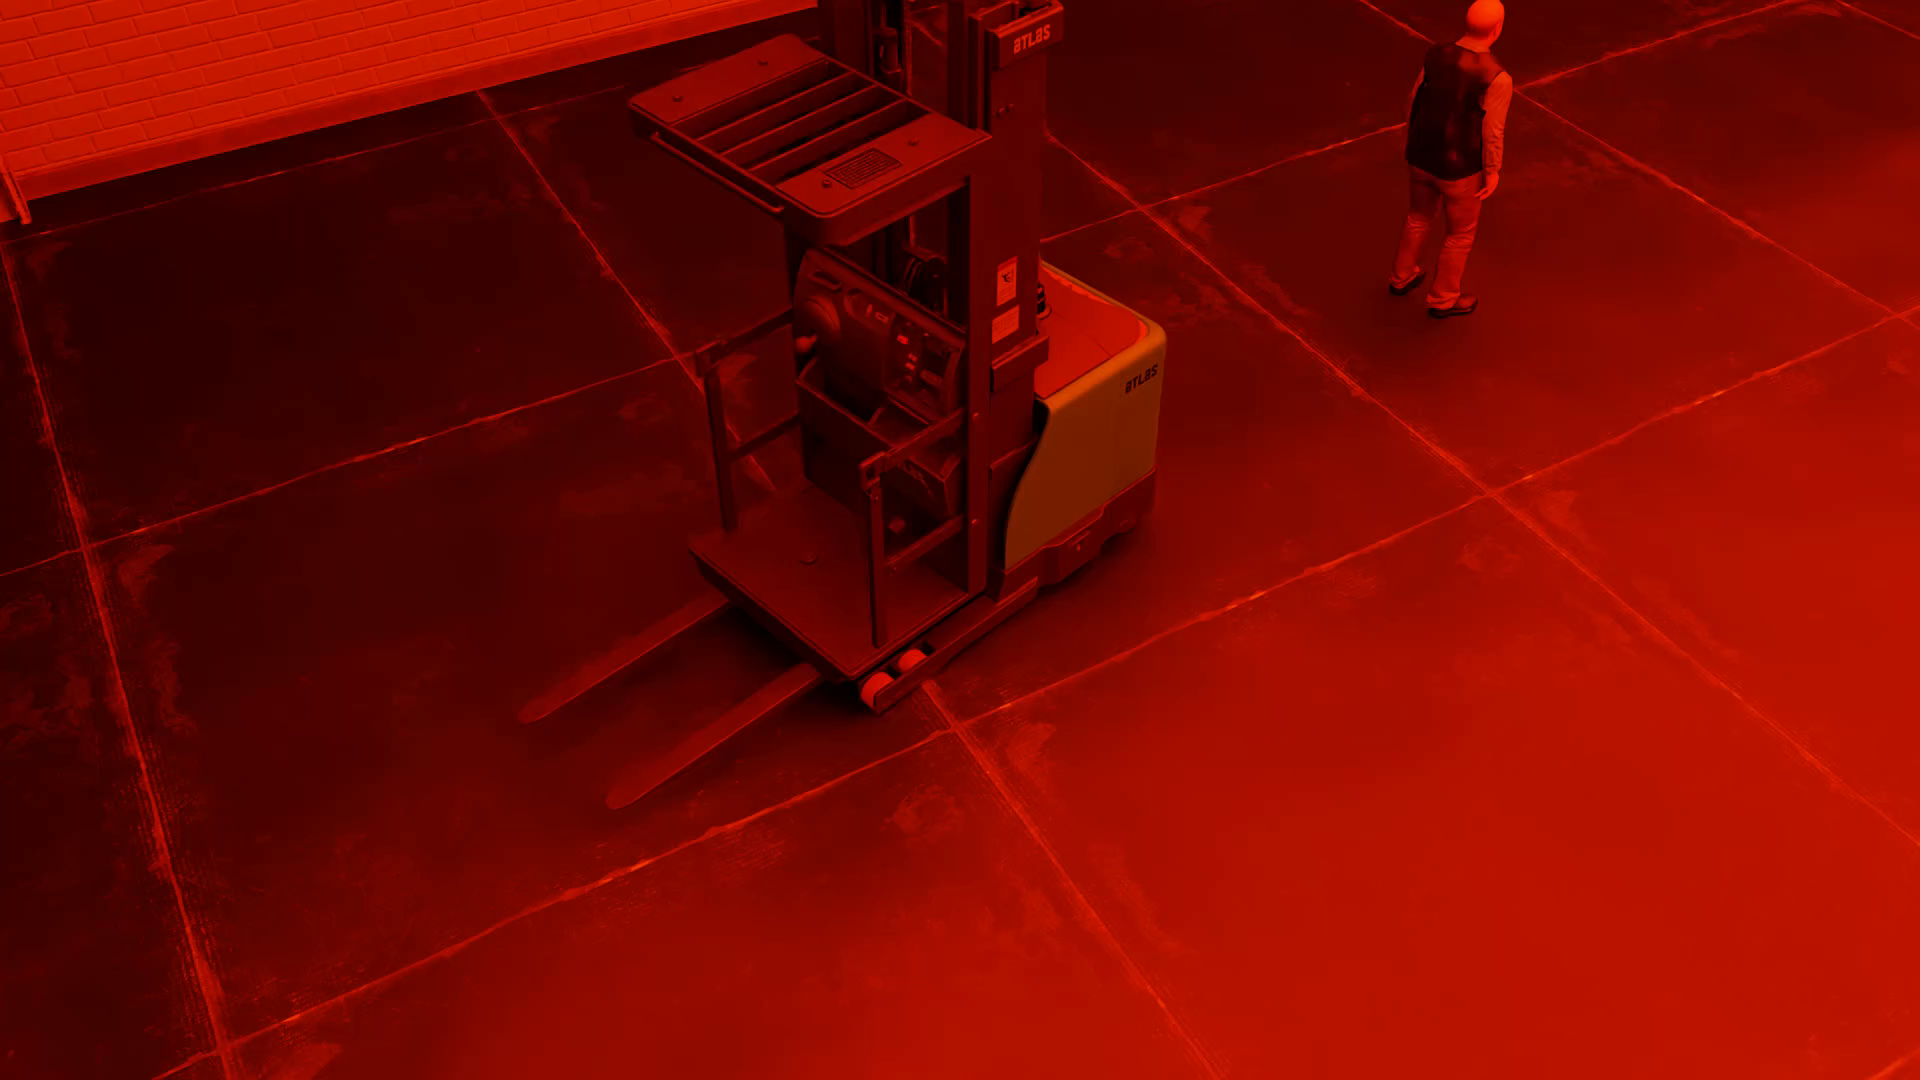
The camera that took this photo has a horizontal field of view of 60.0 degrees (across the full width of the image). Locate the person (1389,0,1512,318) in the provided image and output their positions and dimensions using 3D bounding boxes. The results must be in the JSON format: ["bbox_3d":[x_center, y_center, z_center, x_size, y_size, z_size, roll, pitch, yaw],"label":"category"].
[{"bbox_3d":[2.565,-1.993,8.739,0.426,1.719,0.579,-29,50,-27],"label":"person"}]

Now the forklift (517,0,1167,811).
[{"bbox_3d":[-0.485,-0.748,6.504,3.031,2.935,1.130,-33,52,-31],"label":"forklift"}]
